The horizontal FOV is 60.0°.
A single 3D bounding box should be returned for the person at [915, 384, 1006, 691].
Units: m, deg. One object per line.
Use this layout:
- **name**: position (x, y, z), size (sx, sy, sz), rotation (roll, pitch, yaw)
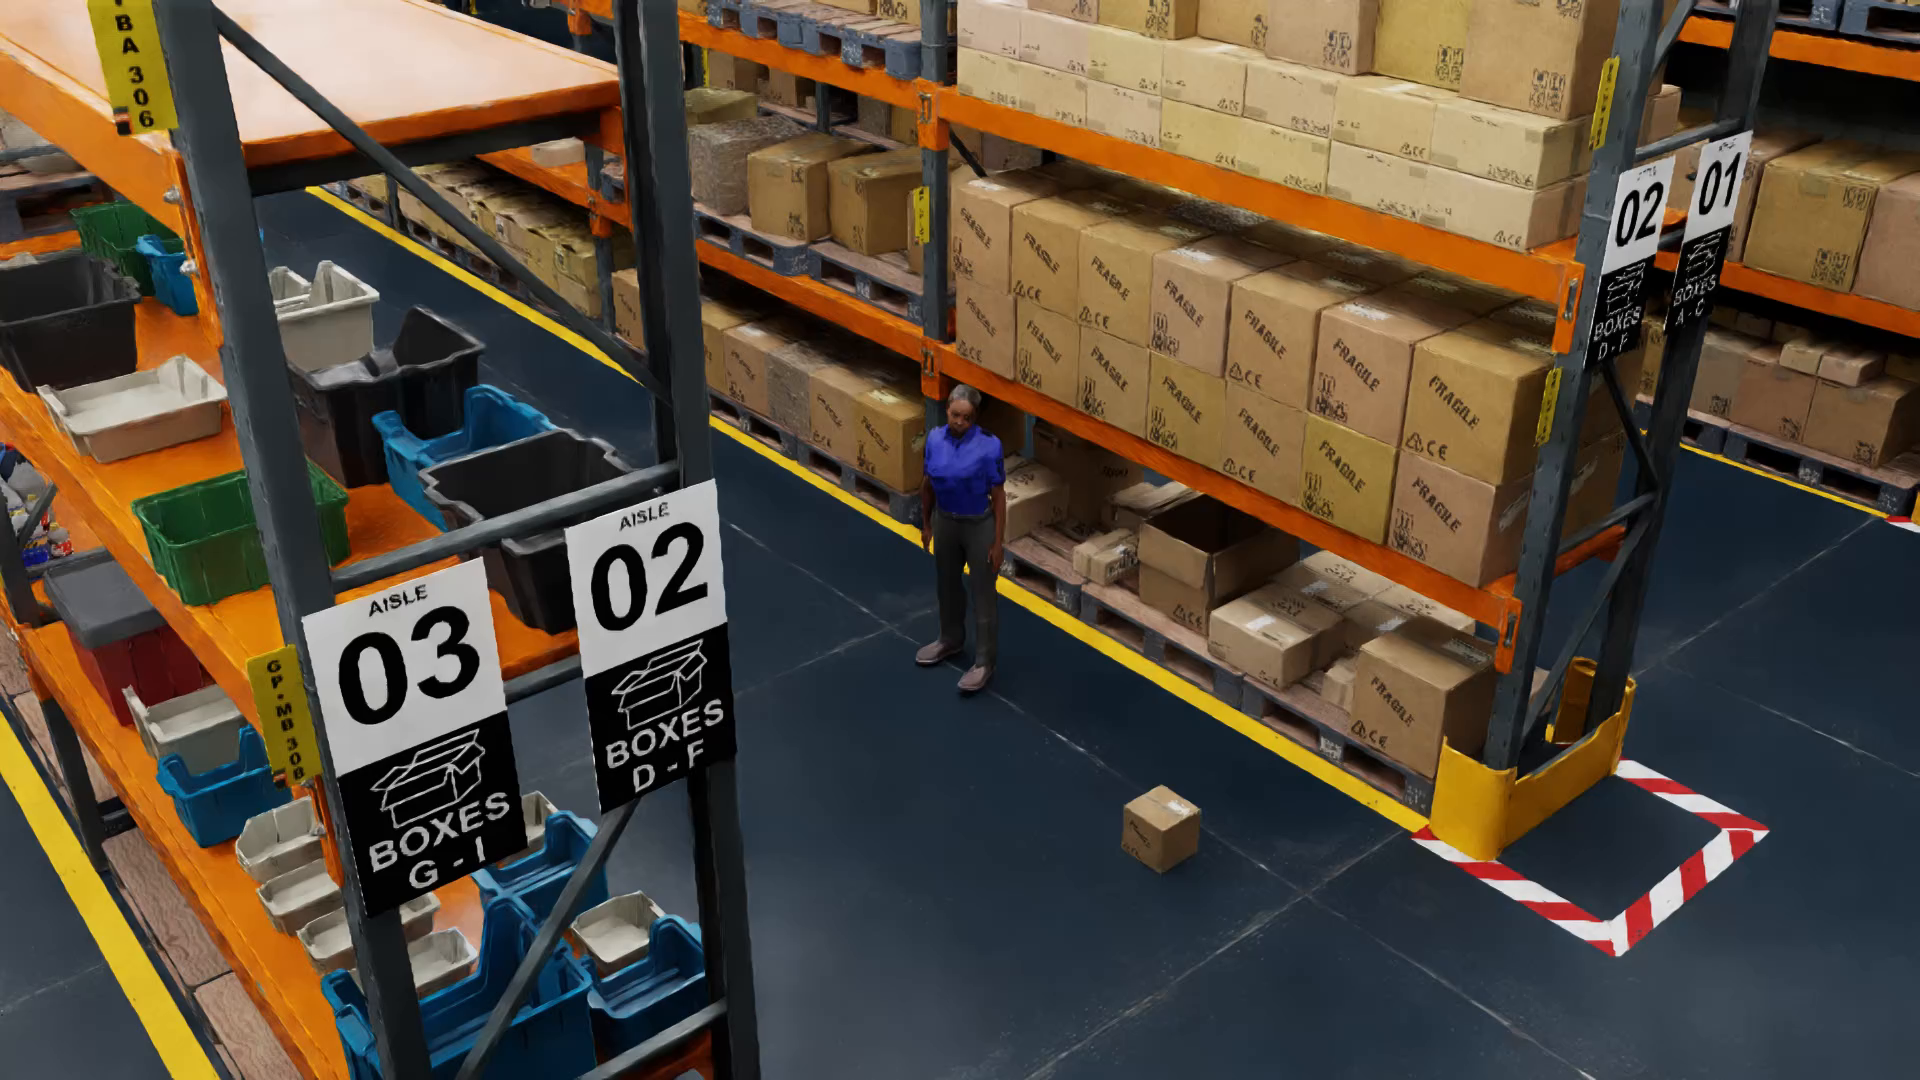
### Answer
- **person**: position (-0.007, -0.024, 8.619), size (0.535, 1.666, 0.437), rotation (14, 31, 24)
